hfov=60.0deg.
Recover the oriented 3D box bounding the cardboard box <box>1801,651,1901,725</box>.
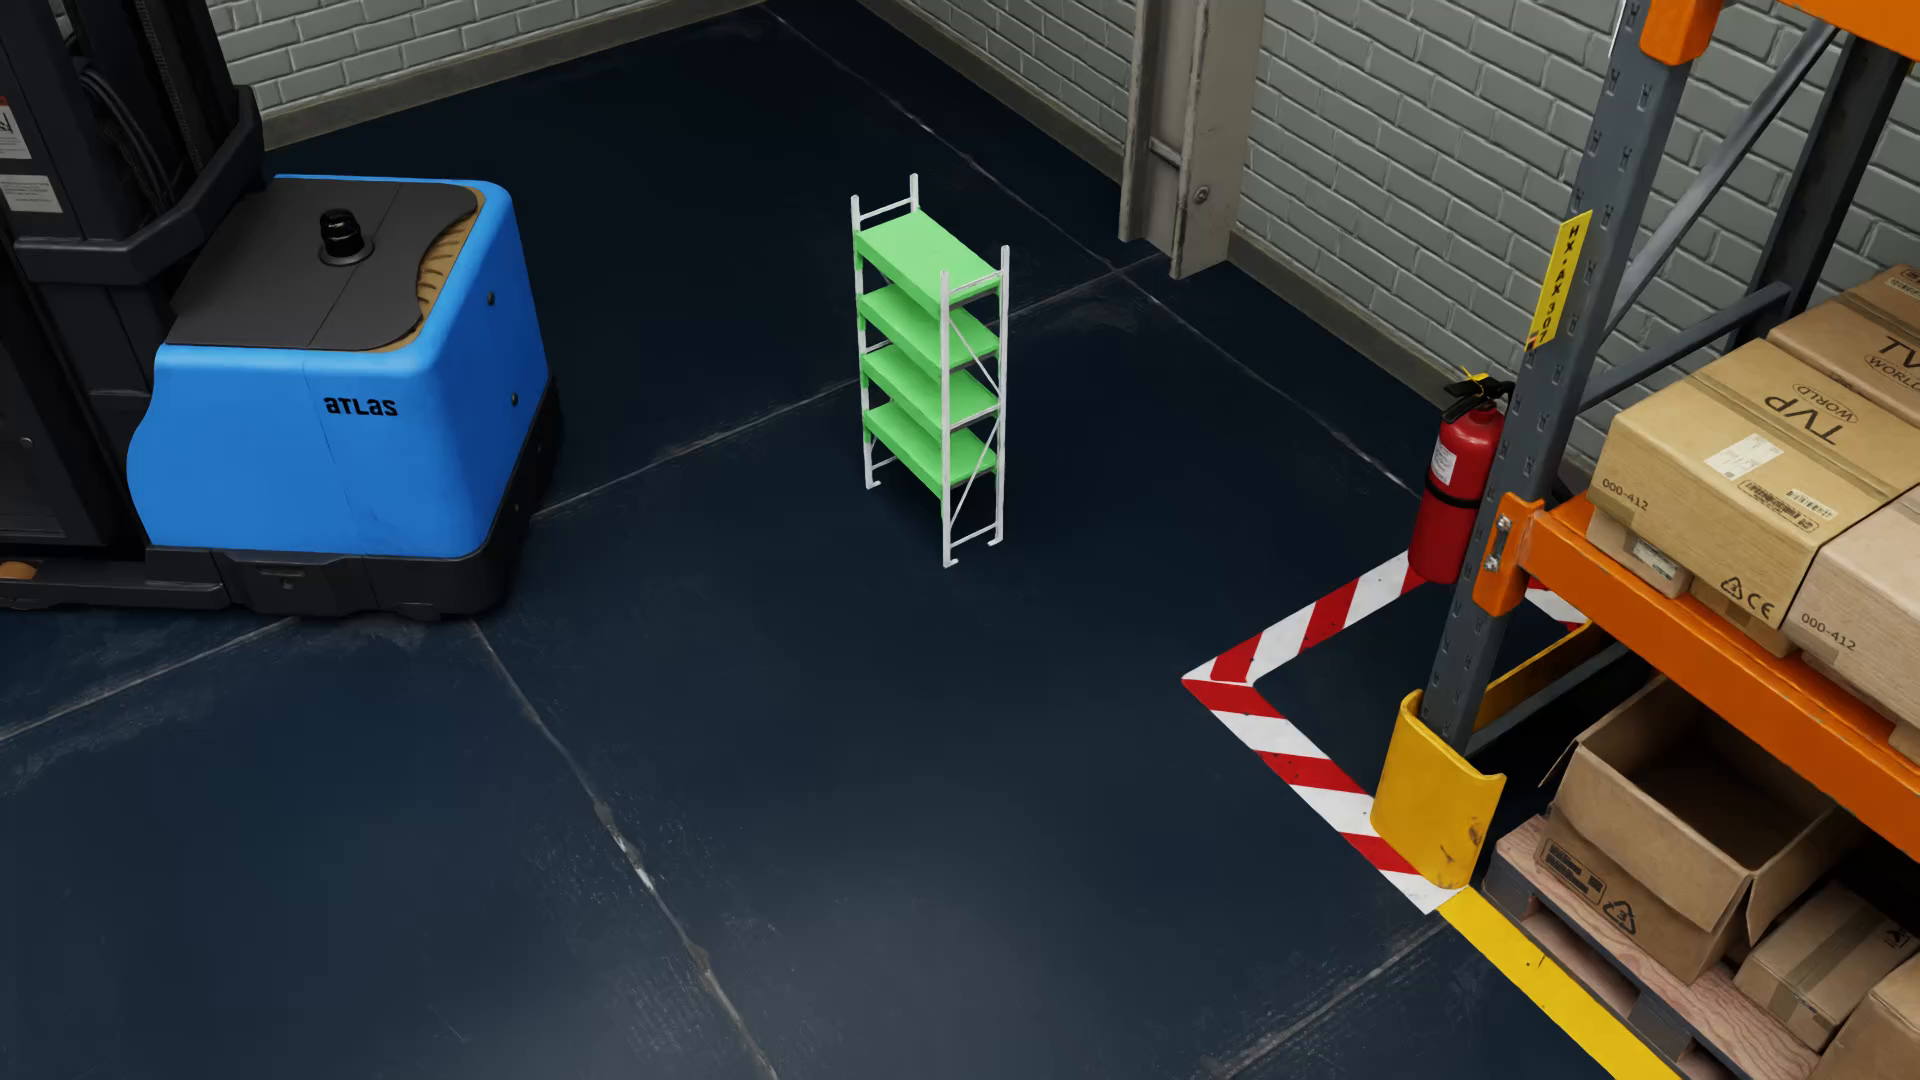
[{"bbox_3d":[2.038,0.200,3.550,0.380,0.149,0.250,-26,50,-25],"label":"cardboard box"}]

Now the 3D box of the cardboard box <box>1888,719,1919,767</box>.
[{"bbox_3d":[2.132,0.367,3.375,0.380,0.149,0.250,-24,49,-23],"label":"cardboard box"}]

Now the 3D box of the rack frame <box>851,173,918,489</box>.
[{"bbox_3d":[-0.234,-0.666,5.579,0.240,1.200,0.015,-26,49,-24],"label":"rack frame"}]

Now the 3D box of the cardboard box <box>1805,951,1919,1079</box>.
[{"bbox_3d":[2.442,1.189,3.838,0.700,0.500,0.500,-24,49,-23],"label":"cardboard box"}]

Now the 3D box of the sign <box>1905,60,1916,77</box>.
[{"bbox_3d":[2.179,-1.188,3.754,0.100,0.325,0.005,-26,49,-24],"label":"sign"}]

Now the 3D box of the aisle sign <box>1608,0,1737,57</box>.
[{"bbox_3d":[1.433,-1.309,3.067,0.394,0.787,0.004,-26,49,-24],"label":"aisle sign"}]

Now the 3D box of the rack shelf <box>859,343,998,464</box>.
[{"bbox_3d":[-0.095,-0.482,5.478,0.258,0.148,0.480,-26,49,-24],"label":"rack shelf"}]

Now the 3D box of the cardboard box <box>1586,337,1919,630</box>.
[{"bbox_3d":[1.751,-0.136,3.614,0.500,0.250,0.500,-25,49,-24],"label":"cardboard box"}]

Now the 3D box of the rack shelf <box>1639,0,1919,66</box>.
[{"bbox_3d":[2.857,-0.139,2.072,1.077,0.370,4.000,-26,49,-24],"label":"rack shelf"}]

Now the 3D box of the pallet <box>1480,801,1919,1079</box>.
[{"bbox_3d":[2.213,1.056,4.491,1.003,0.211,1.213,-26,49,-24],"label":"pallet"}]

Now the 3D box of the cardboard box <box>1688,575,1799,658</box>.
[{"bbox_3d":[1.859,0.065,3.692,0.380,0.149,0.250,-25,49,-23],"label":"cardboard box"}]

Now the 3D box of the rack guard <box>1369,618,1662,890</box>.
[{"bbox_3d":[1.756,0.501,4.864,1.175,0.500,0.348,-26,49,-24],"label":"rack guard"}]

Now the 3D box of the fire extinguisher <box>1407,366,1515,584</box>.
[{"bbox_3d":[1.249,-0.184,4.097,0.296,0.674,0.183,-26,49,-24],"label":"fire extinguisher"}]

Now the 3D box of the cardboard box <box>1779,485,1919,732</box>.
[{"bbox_3d":[2.040,0.149,3.315,0.500,0.250,0.500,-25,49,-24],"label":"cardboard box"}]

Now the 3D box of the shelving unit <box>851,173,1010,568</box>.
[{"bbox_3d":[-0.095,-0.528,5.434,0.258,1.200,0.503,-26,49,-24],"label":"shelving unit"}]

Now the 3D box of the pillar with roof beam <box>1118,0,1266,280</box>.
[{"bbox_3d":[-2.622,-2.799,2.165,9.100,9.000,0.400,-26,49,-24],"label":"pillar with roof beam"}]

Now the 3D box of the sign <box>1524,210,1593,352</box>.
[{"bbox_3d":[1.268,-0.545,3.522,0.100,0.325,0.005,-26,49,-24],"label":"sign"}]

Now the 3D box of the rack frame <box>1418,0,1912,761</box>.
[{"bbox_3d":[1.712,-0.447,4.045,1.000,3.000,0.127,-26,49,-24],"label":"rack frame"}]

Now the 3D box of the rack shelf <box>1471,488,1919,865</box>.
[{"bbox_3d":[2.857,0.946,3.107,1.077,0.370,4.000,-26,49,-24],"label":"rack shelf"}]

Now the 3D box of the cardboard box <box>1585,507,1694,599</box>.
[{"bbox_3d":[1.676,-0.061,3.824,0.380,0.149,0.250,-26,49,-25],"label":"cardboard box"}]

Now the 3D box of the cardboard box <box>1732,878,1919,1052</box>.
[{"bbox_3d":[2.196,1.073,4.215,0.380,0.149,0.250,-28,50,-26],"label":"cardboard box"}]

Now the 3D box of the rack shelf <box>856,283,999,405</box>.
[{"bbox_3d":[-0.095,-0.655,5.312,0.258,0.148,0.480,-26,49,-24],"label":"rack shelf"}]

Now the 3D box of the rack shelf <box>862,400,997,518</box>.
[{"bbox_3d":[-0.095,-0.308,5.644,0.258,0.148,0.480,-26,49,-24],"label":"rack shelf"}]

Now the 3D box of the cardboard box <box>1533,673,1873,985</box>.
[{"bbox_3d":[1.985,0.688,4.360,0.797,0.503,0.637,-28,50,-26],"label":"cardboard box"}]

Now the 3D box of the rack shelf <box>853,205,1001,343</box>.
[{"bbox_3d":[-0.095,-0.829,5.147,0.258,0.148,0.480,-26,49,-24],"label":"rack shelf"}]

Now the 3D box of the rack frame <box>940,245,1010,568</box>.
[{"bbox_3d":[0.045,-0.390,5.289,0.240,1.200,0.015,-26,49,-24],"label":"rack frame"}]

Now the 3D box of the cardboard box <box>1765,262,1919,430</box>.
[{"bbox_3d":[2.193,-0.344,3.831,0.500,0.250,0.500,-24,49,-23],"label":"cardboard box"}]

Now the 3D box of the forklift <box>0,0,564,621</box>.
[{"bbox_3d":[-2.985,-1.191,4.875,3.031,2.935,1.130,3,44,3],"label":"forklift"}]
